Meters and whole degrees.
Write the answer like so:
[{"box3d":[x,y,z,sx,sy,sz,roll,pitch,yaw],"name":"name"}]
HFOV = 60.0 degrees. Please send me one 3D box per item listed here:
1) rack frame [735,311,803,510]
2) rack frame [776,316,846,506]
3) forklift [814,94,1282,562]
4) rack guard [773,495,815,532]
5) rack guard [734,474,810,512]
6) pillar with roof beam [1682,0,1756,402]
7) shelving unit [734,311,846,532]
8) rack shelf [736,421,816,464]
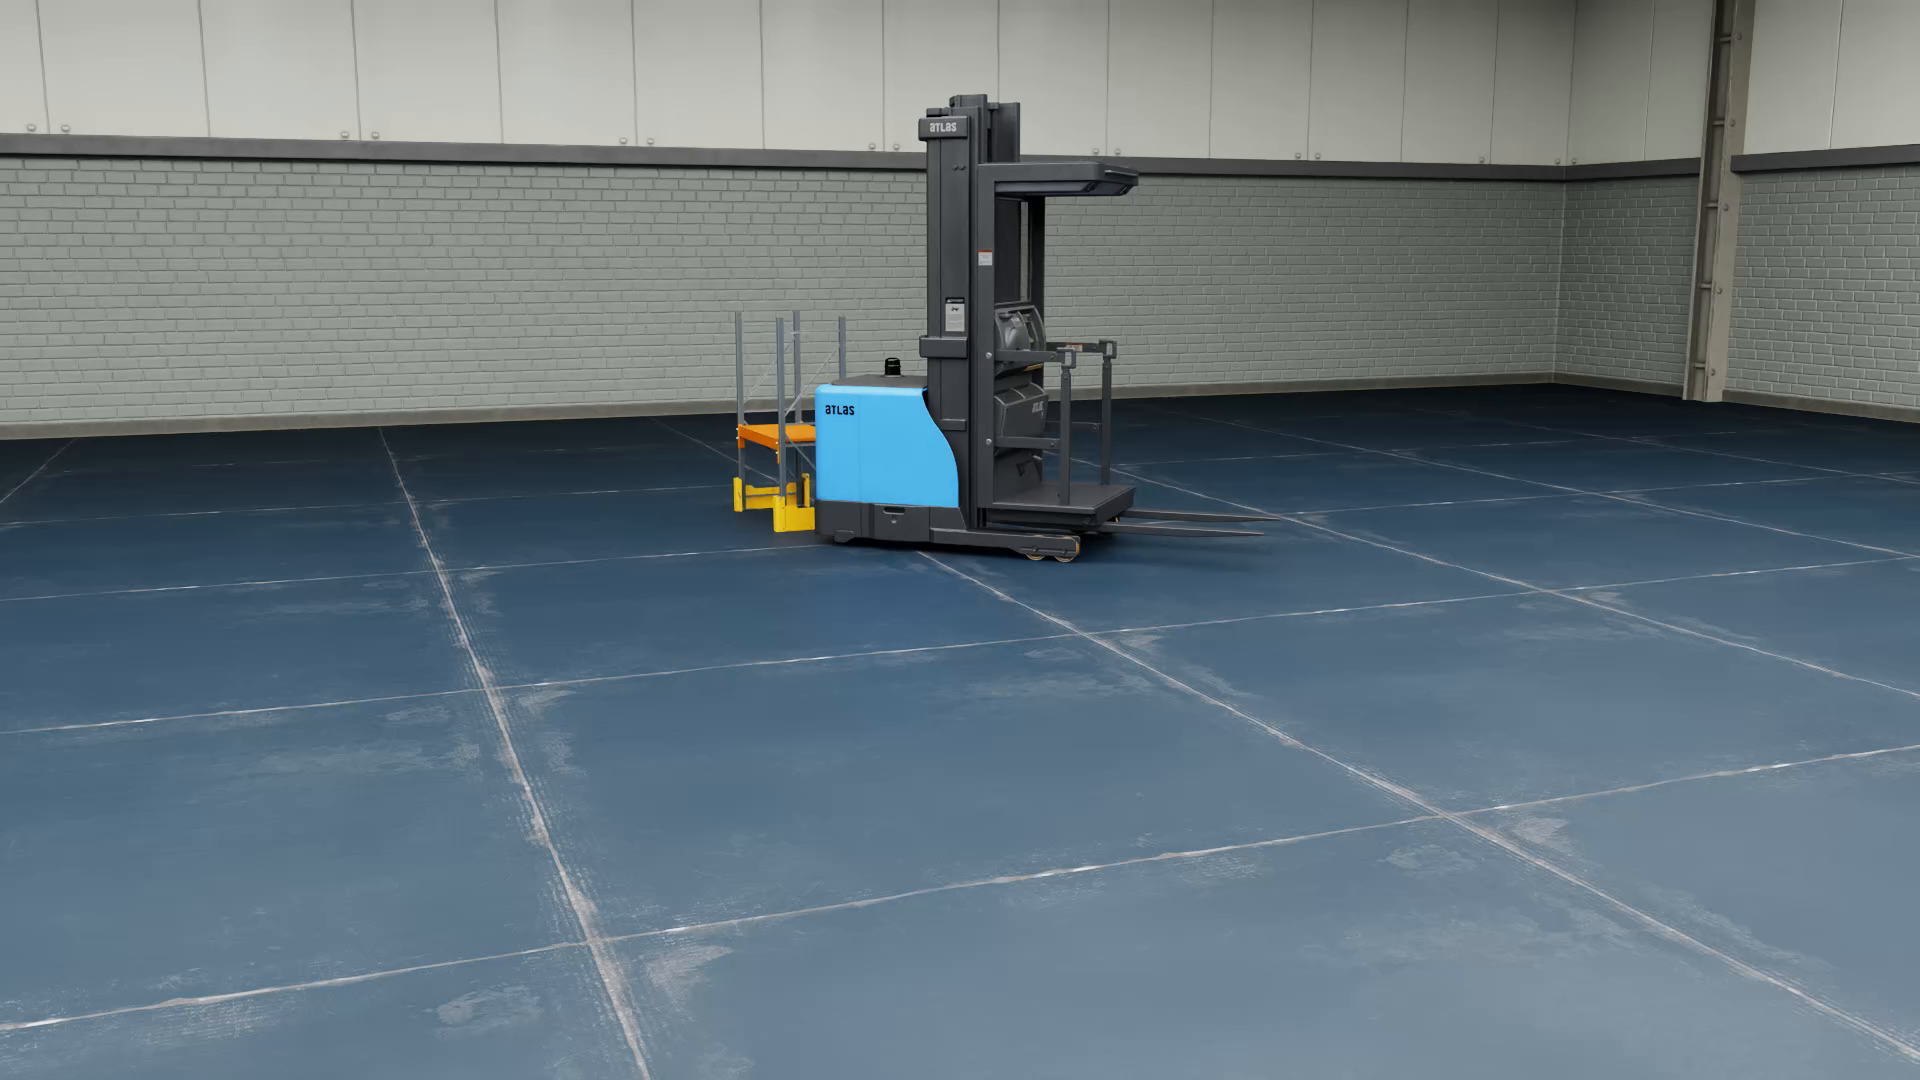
[{"box3d":[-1.451,-0.983,12.666,0.500,1.500,0.032,-4,11,-23],"name":"rack frame"},{"box3d":[-1.040,-0.820,11.750,0.500,1.500,0.032,-4,11,-23],"name":"rack frame"},{"box3d":[0.587,-1.405,10.952,3.031,2.935,1.130,4,11,20],"name":"forklift"},{"box3d":[-1.041,-0.205,11.861,0.587,0.250,0.087,-4,11,-23],"name":"rack guard"},{"box3d":[-1.443,-0.365,12.758,0.587,0.250,0.087,-4,11,-23],"name":"rack guard"},{"box3d":[5.649,-5.973,19.302,9.100,9.000,0.400,-4,11,-21],"name":"pillar with roof beam"},{"box3d":[-1.242,-0.900,12.200,0.587,1.500,1.083,-4,11,-23],"name":"shelving unit"},{"box3d":[-1.245,-0.725,12.240,0.538,0.185,1.000,-4,11,-23],"name":"rack shelf"}]
